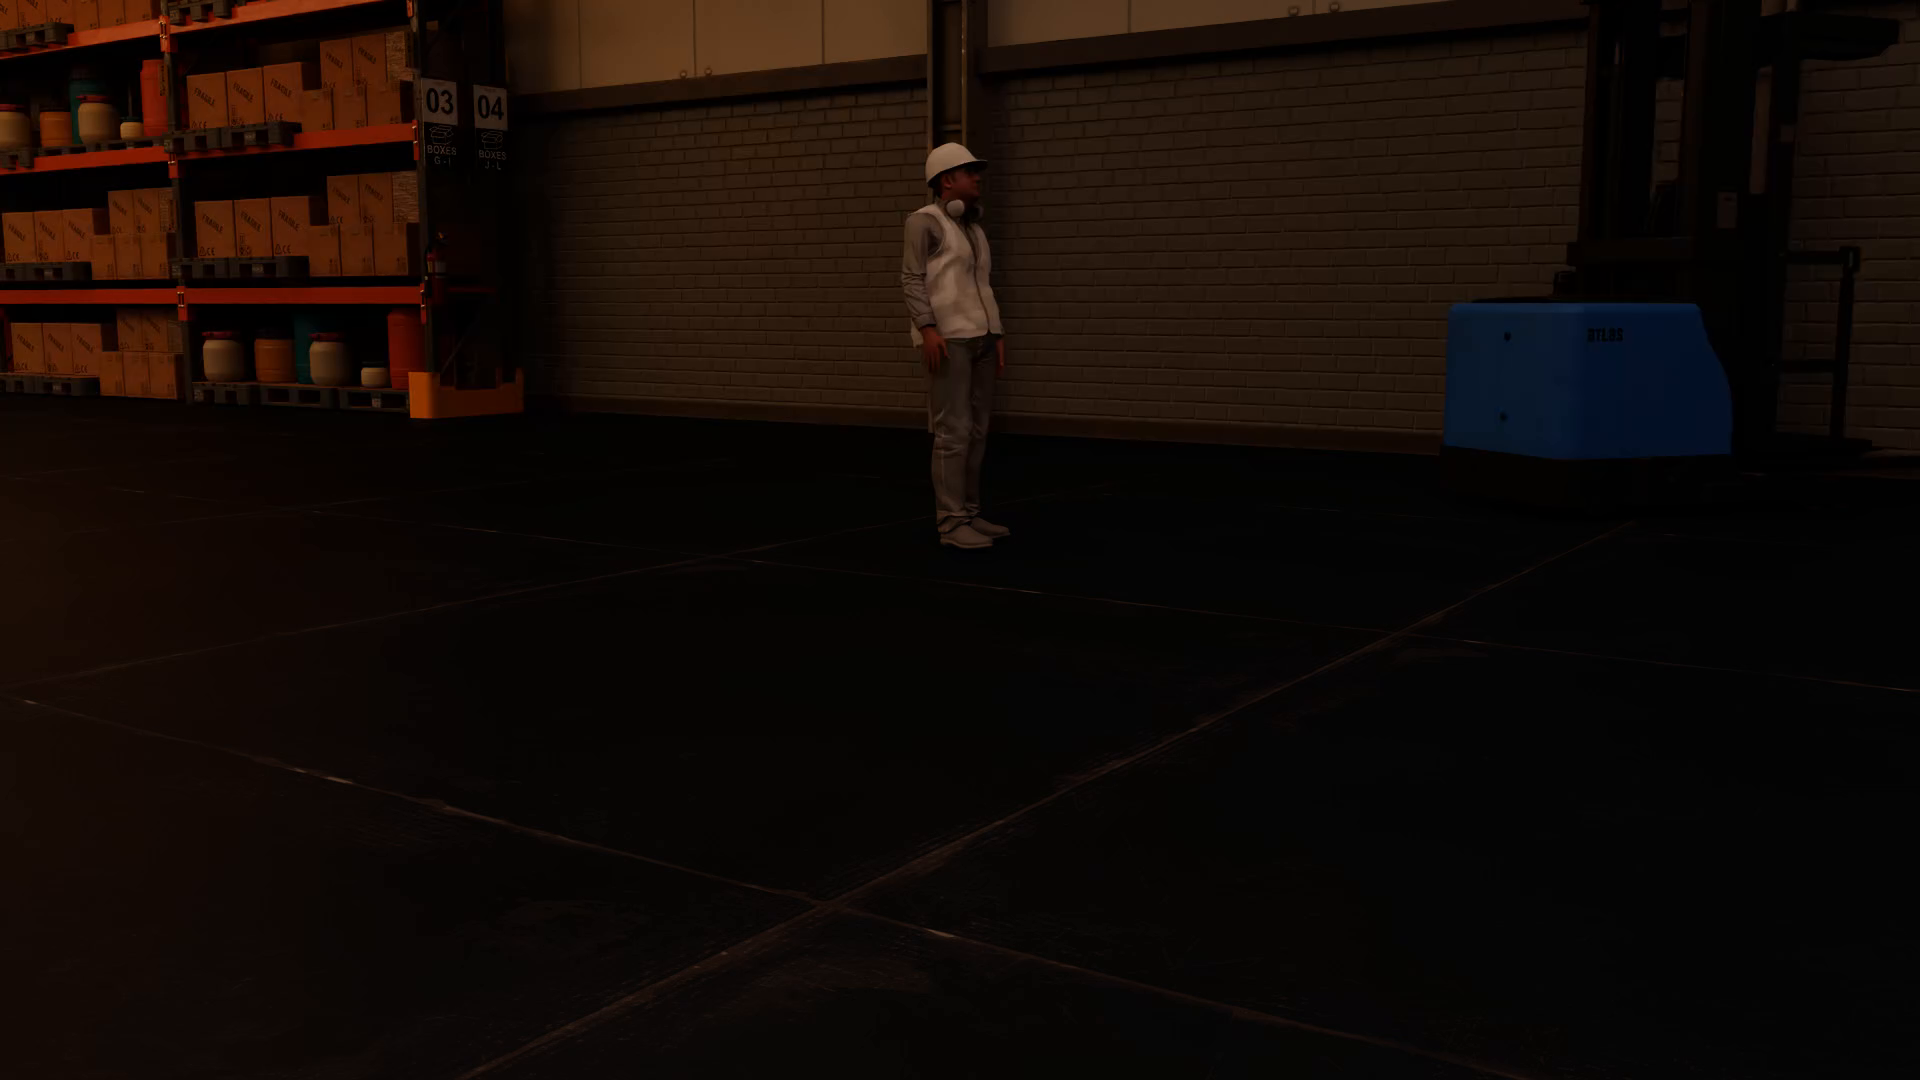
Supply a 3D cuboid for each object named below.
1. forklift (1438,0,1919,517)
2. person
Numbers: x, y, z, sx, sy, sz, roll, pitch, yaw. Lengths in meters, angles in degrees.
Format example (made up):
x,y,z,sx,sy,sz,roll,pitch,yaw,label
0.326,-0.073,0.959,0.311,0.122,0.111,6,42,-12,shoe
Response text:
x,y,z,sx,sy,sz,roll,pitch,yaw,label
4.176,-1.670,8.937,3.031,2.935,1.130,-3,9,-20,forklift
0.047,-0.880,7.437,0.568,1.773,0.632,5,10,34,person
